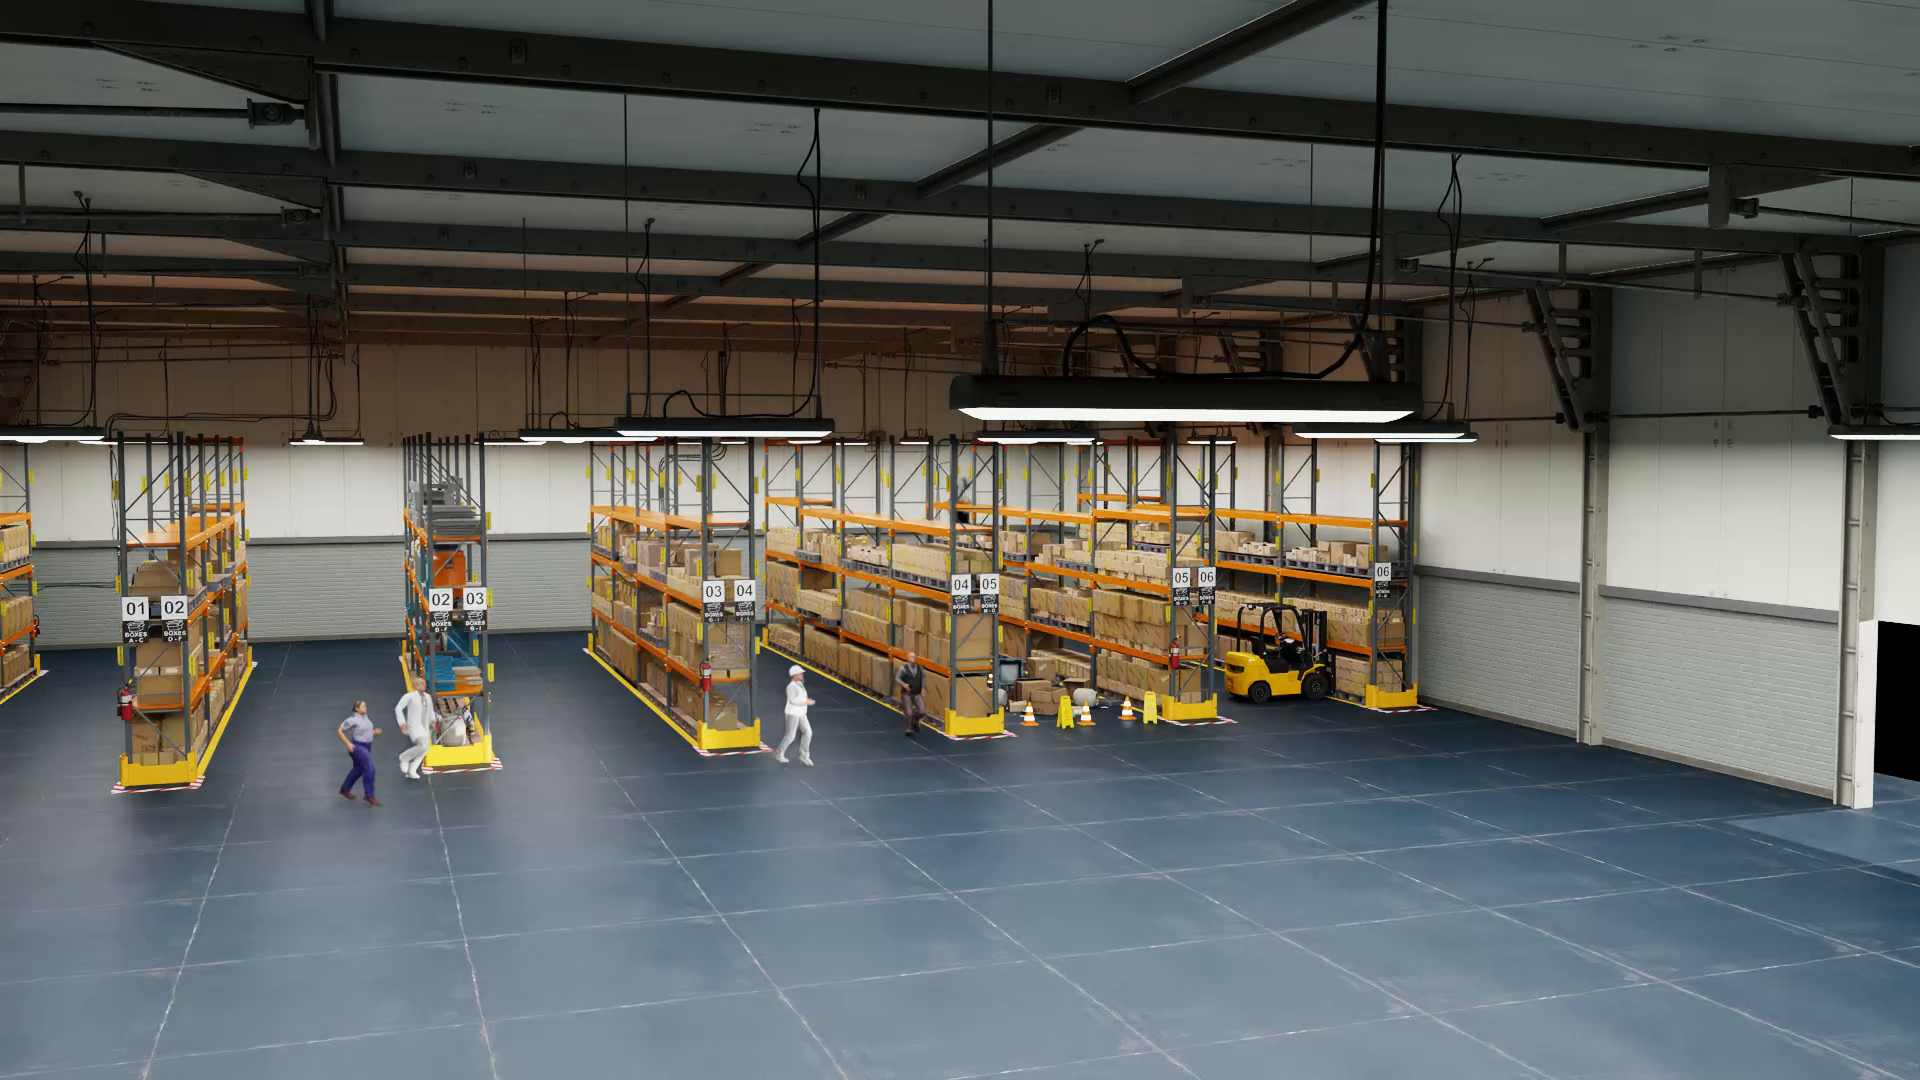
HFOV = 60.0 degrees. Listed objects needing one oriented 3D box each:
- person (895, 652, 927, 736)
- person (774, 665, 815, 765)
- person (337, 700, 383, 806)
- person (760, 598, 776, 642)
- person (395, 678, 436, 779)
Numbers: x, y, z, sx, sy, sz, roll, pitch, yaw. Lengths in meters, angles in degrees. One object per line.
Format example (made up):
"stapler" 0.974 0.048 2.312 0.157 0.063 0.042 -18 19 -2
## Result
"person" -0.932 3.065 32.898 0.705 1.693 0.567 -1 3 -22
"person" -2.964 3.180 30.002 0.773 1.844 0.667 1 3 17
"person" -9.646 3.419 26.719 0.755 1.710 0.582 0 3 2
"person" -5.595 2.161 49.355 0.824 1.722 0.618 -2 4 -30
"person" -9.383 3.266 28.926 0.560 1.697 0.730 2 4 27
